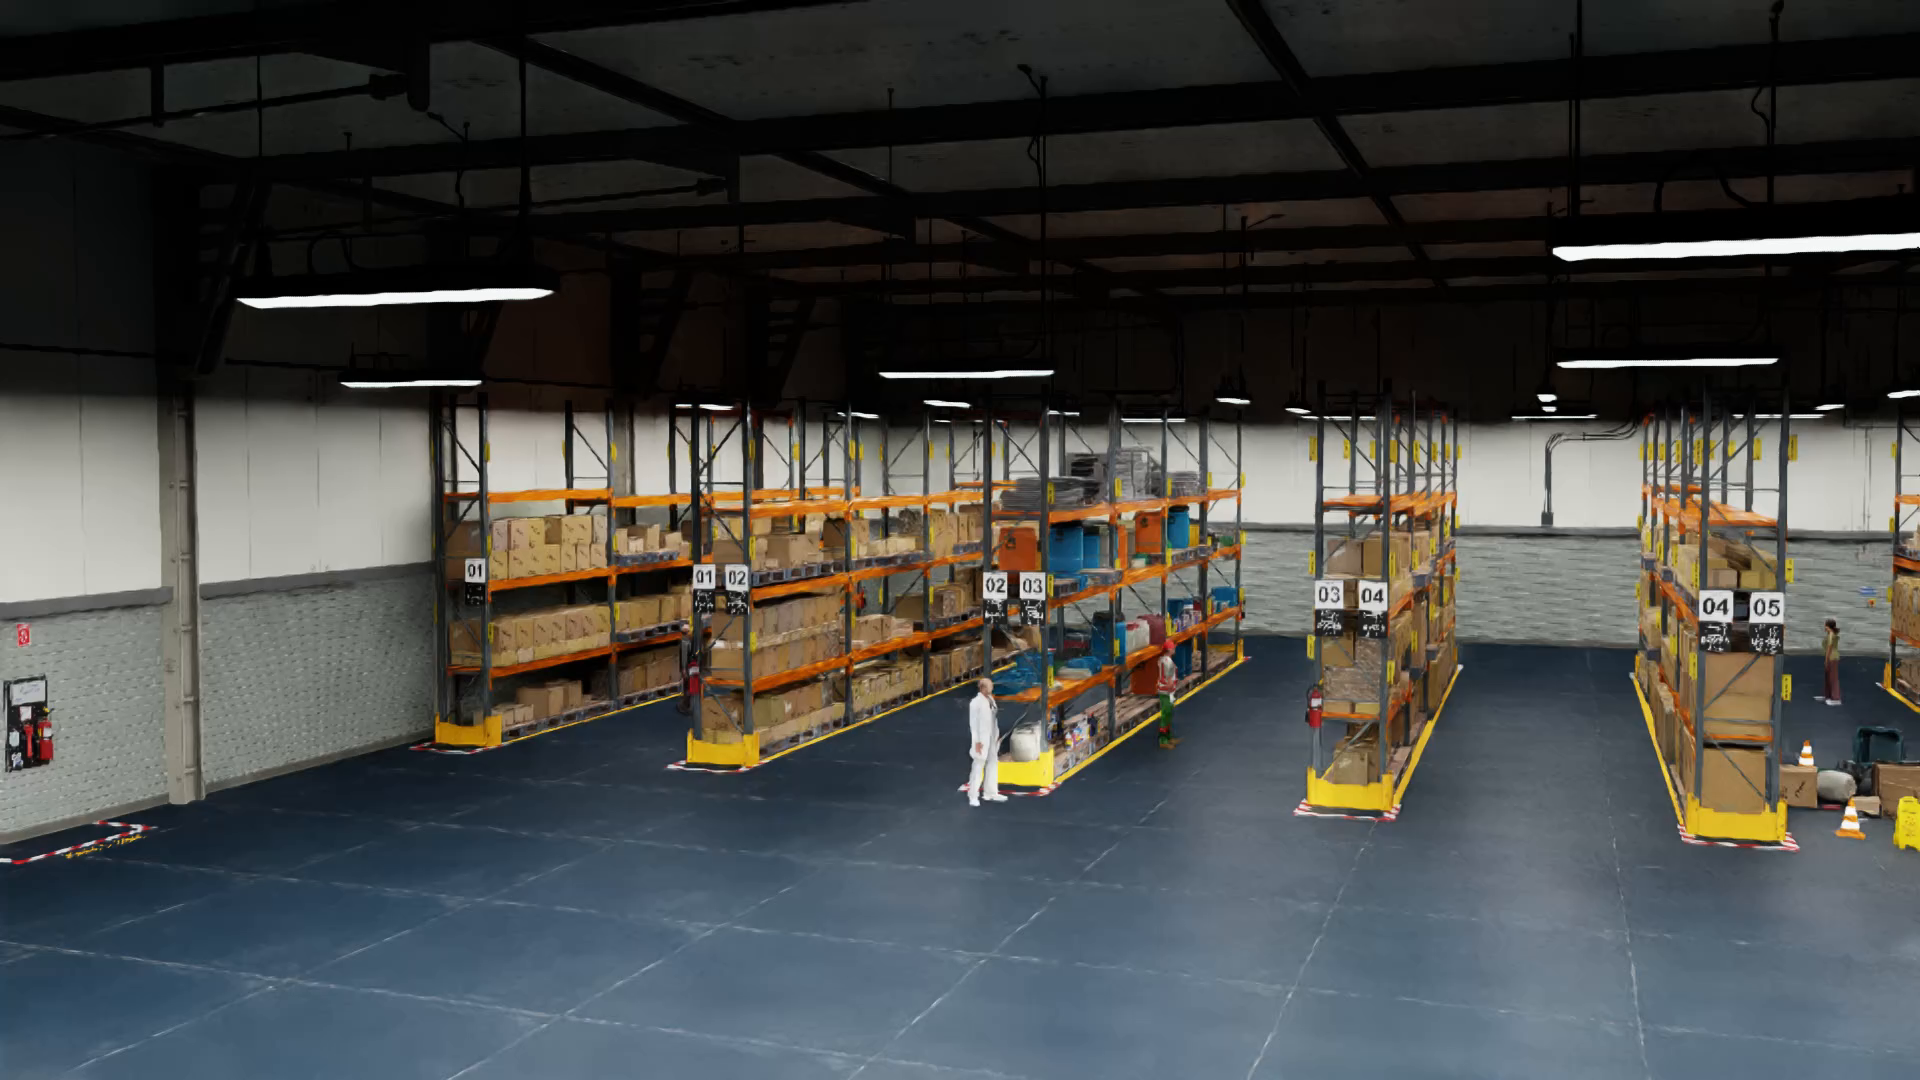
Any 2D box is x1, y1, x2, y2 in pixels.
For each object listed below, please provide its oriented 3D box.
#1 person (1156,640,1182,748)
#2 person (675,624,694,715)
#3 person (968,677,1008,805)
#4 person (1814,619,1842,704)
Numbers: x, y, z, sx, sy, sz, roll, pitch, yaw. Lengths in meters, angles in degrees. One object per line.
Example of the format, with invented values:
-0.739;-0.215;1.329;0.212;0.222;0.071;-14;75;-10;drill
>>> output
3.562;2.588;28.151;0.466;1.794;0.629;0;3;-4;person
-5.181;2.463;31.532;0.444;1.719;0.569;0;3;-8;person
0.369;2.836;23.600;0.451;1.787;0.671;2;4;34;person
17.228;2.396;32.966;0.540;1.668;0.545;2;4;38;person
